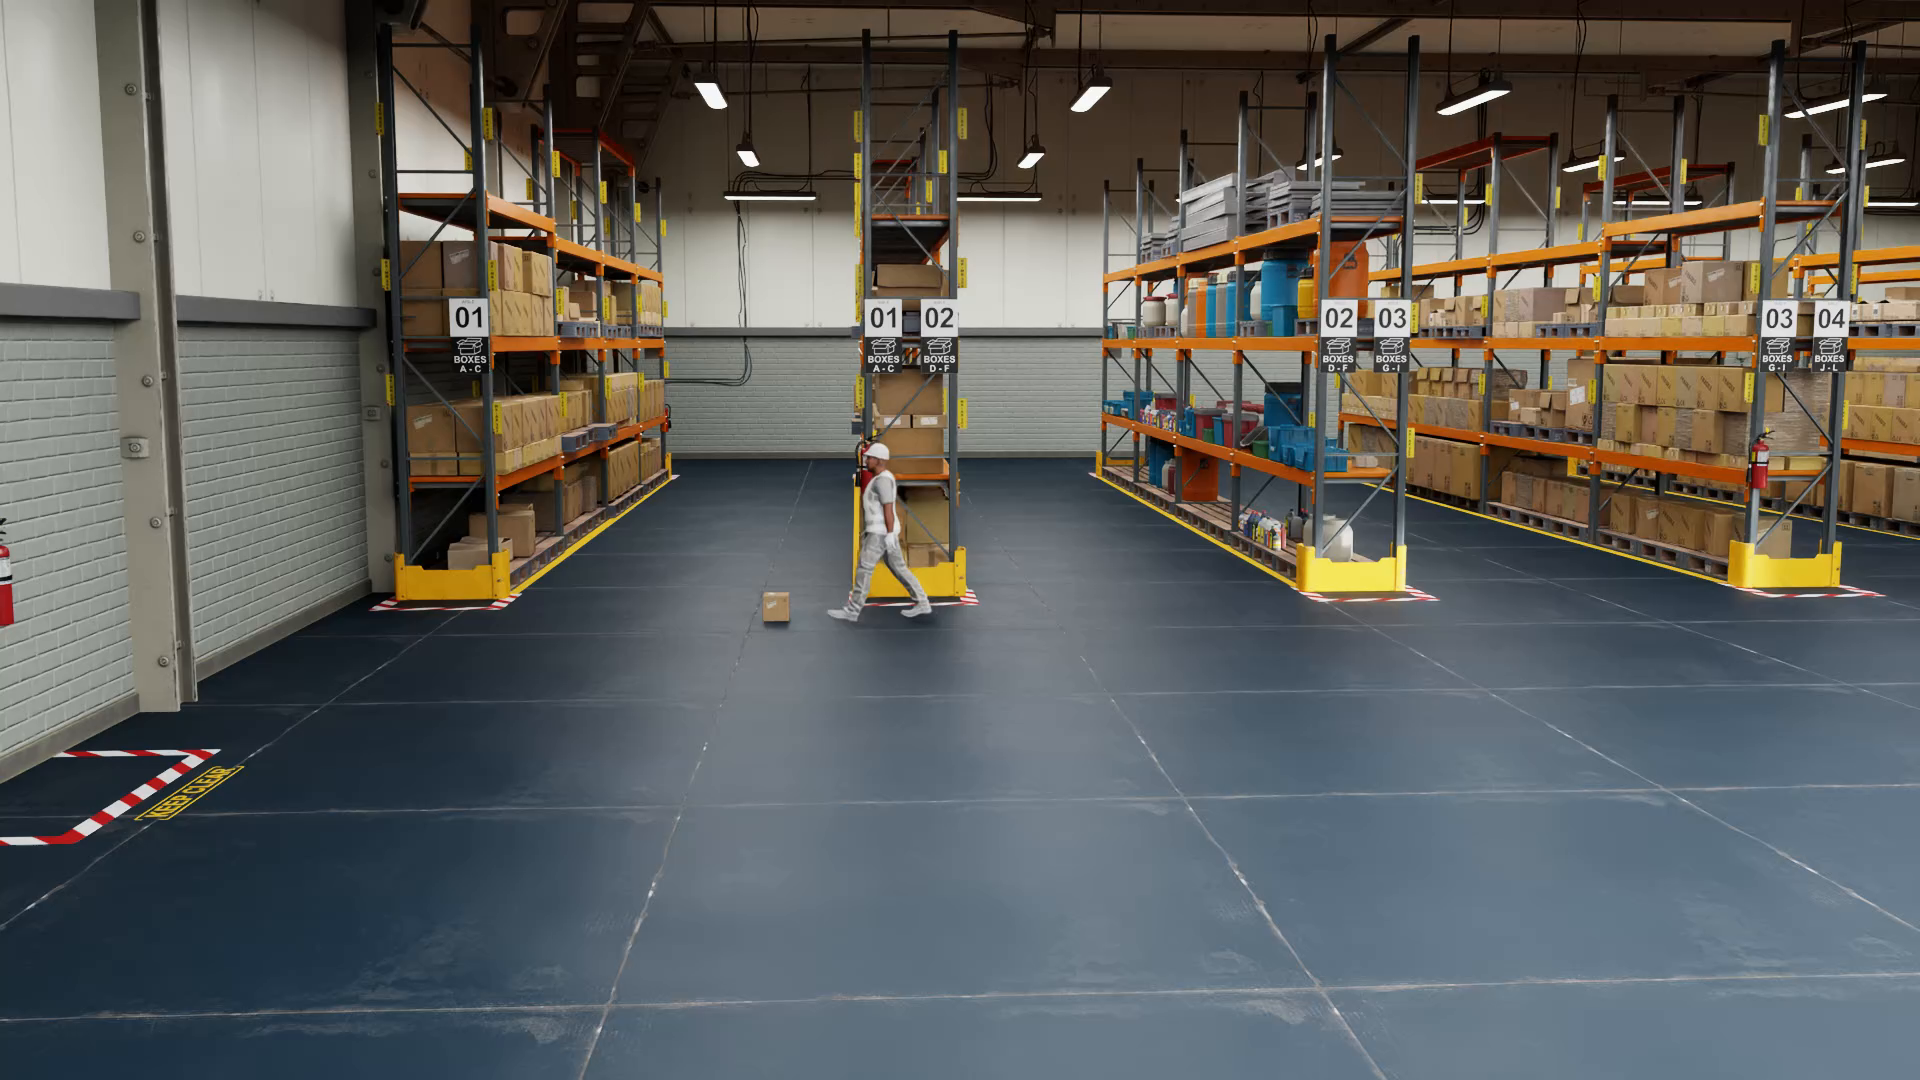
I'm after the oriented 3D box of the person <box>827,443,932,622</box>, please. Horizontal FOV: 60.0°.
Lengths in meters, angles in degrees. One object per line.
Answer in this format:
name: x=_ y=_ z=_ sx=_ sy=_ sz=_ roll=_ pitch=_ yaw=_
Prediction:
person: x=-0.792 y=-0.074 z=16.289 sx=1.018 sy=1.746 sz=0.560 roll=0 pitch=7 yaw=4
